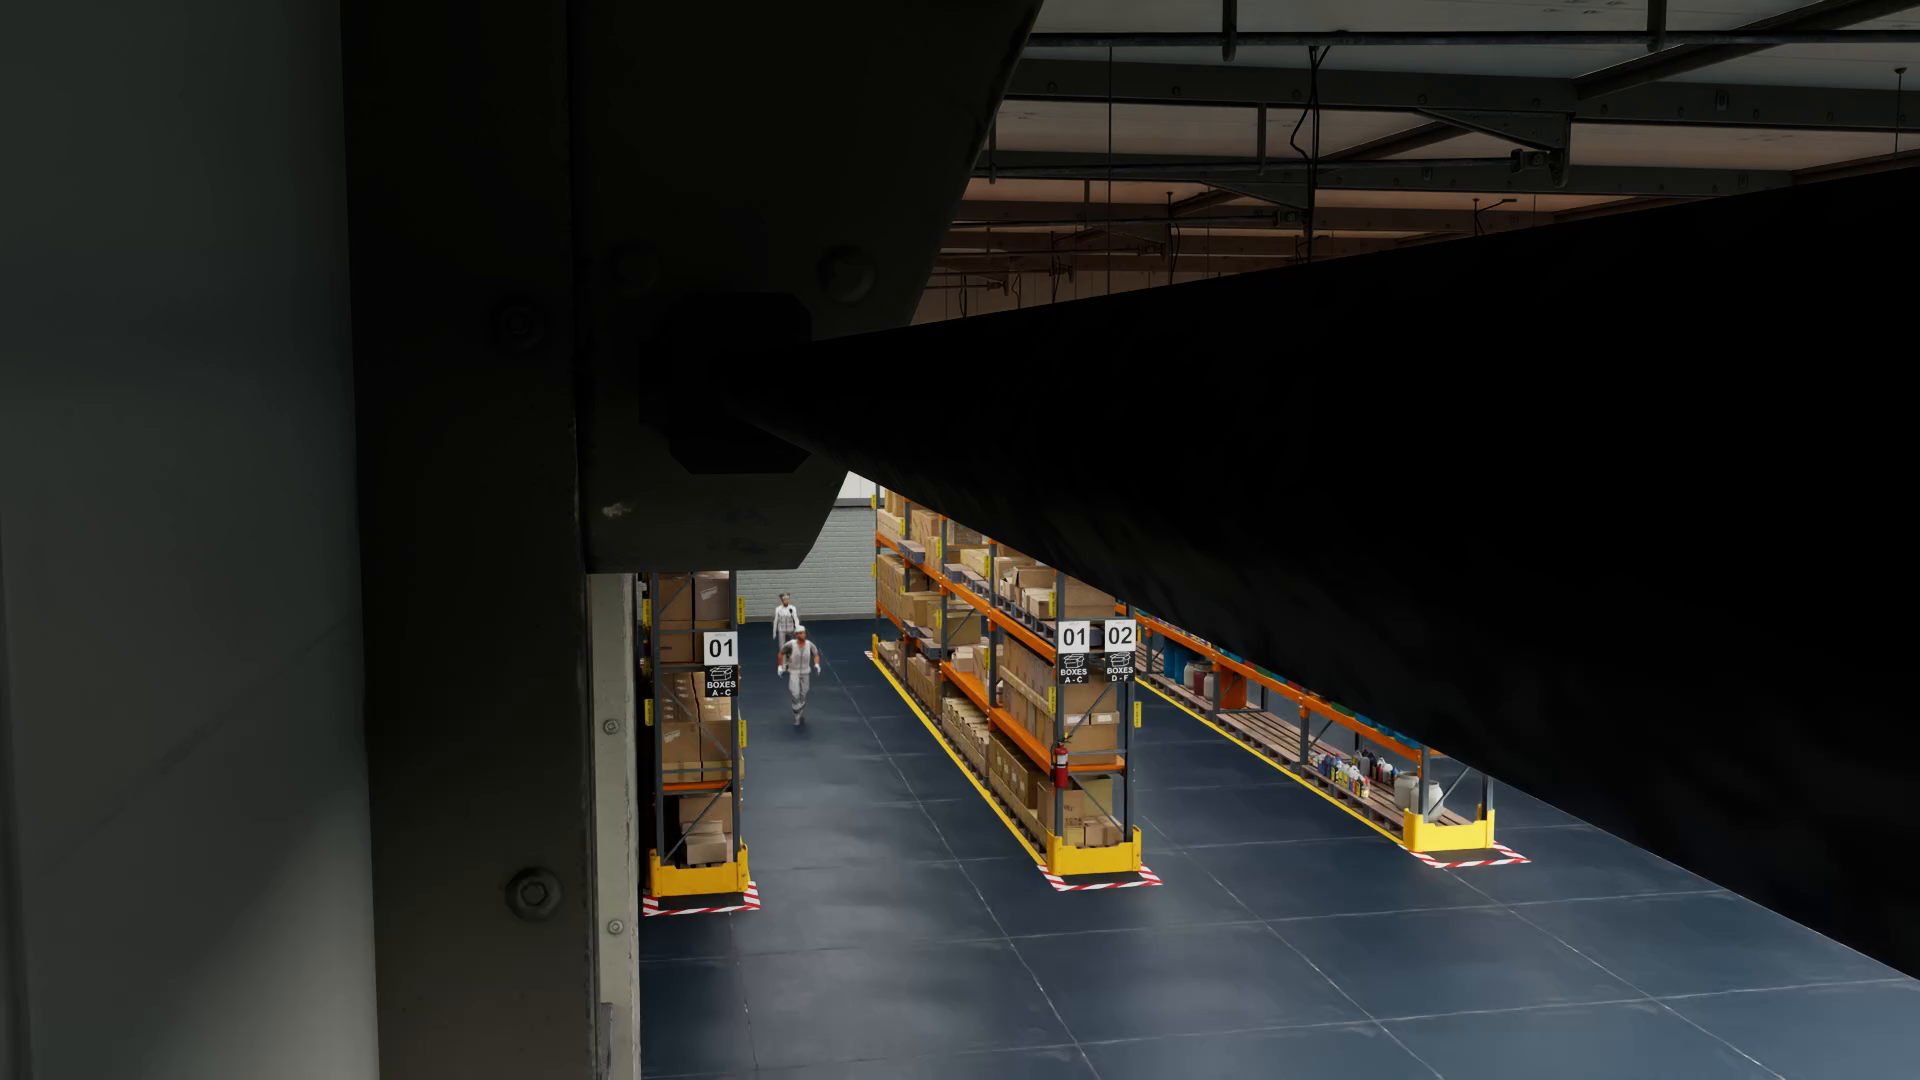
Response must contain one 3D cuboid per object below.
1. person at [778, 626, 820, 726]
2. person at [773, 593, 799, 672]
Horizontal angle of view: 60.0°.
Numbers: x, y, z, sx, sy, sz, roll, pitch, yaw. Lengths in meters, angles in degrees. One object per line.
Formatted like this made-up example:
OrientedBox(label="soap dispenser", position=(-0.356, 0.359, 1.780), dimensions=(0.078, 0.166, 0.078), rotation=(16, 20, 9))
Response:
OrientedBox(label="person", position=(-2.891, 2.386, 29.798), dimensions=(0.733, 1.738, 0.764), rotation=(-2, 6, -16))
OrientedBox(label="person", position=(-3.653, 1.911, 34.970), dimensions=(0.549, 1.621, 1.042), rotation=(-1, 6, -9))
